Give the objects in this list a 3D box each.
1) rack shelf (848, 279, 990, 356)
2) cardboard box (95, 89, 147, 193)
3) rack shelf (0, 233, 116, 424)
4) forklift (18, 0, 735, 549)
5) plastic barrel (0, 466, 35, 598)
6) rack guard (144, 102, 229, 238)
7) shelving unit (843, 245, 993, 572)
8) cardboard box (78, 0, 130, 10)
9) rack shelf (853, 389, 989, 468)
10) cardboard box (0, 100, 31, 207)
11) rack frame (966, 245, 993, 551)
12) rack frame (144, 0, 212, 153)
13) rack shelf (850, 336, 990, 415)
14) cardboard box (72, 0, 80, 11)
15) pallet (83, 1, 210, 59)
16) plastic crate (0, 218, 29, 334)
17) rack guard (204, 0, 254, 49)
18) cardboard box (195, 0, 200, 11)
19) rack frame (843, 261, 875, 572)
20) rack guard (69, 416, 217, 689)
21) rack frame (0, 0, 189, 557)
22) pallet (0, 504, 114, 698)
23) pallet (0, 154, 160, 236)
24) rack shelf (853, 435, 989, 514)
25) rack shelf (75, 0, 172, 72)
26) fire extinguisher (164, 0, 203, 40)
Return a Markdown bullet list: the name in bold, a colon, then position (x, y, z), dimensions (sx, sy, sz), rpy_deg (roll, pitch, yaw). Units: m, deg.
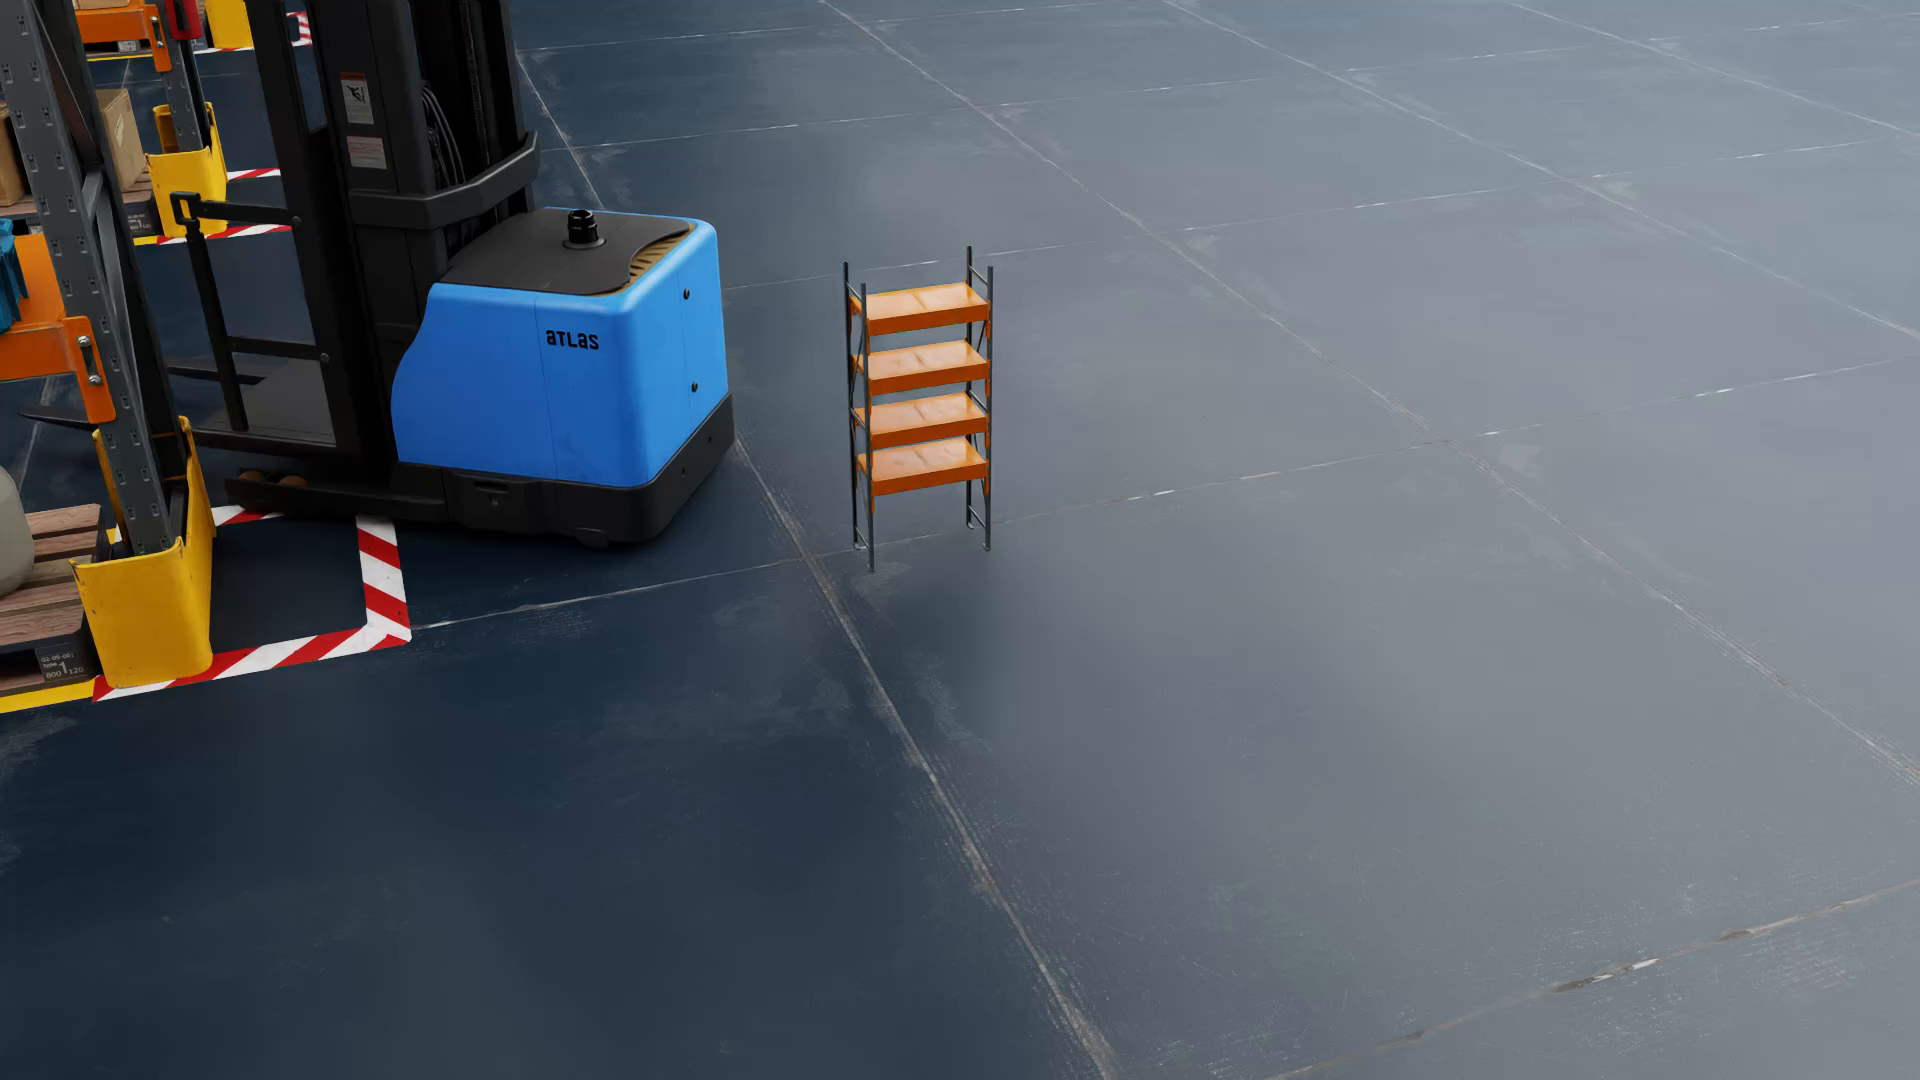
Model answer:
- **rack shelf**: position (-0.155, -0.834, 6.208), dimensions (0.480, 0.148, 0.258), rpy_deg (-10, 31, -18)
- **cardboard box**: position (-5.293, -2.401, 10.035), dimensions (0.500, 0.500, 0.500), rpy_deg (-5, 30, -8)
- **rack shelf**: position (-4.849, -0.449, 5.235), dimensions (4.000, 0.370, 1.077), rpy_deg (-10, 31, -18)
- **forklift**: position (-2.572, -1.617, 6.628), dimensions (3.031, 2.935, 1.130), rpy_deg (7, 30, 12)
- **plastic barrel**: position (-3.565, -0.059, 5.913), dimensions (0.421, 0.512, 0.421), rpy_deg (0, 30, 0)
- **rack guard**: position (-4.773, -2.306, 10.292), dimensions (0.348, 0.500, 1.175), rpy_deg (-10, 31, -18)
- **shelving unit**: position (-0.155, -0.493, 6.403), dimensions (0.503, 1.200, 0.258), rpy_deg (-10, 31, -18)
- **cardboard box**: position (-4.897, -3.151, 9.504), dimensions (0.250, 0.149, 0.380), rpy_deg (-10, 31, -18)
- **rack shelf**: position (-0.155, -0.434, 6.436), dimensions (0.480, 0.148, 0.258), rpy_deg (-10, 31, -18)
- **cardboard box**: position (-5.841, -2.282, 9.826), dimensions (0.500, 0.500, 0.500), rpy_deg (-3, 30, -5)
- **rack frame**: position (0.074, -0.535, 6.477), dimensions (0.015, 1.200, 0.240), rpy_deg (-10, 31, -18)
- **rack frame**: position (-4.702, -3.405, 9.696), dimensions (0.127, 3.000, 1.000), rpy_deg (-10, 31, -18)
- **rack shelf**: position (-0.155, -0.629, 6.325), dimensions (0.480, 0.148, 0.258), rpy_deg (-10, 31, -18)
- **cardboard box**: position (-5.131, -3.108, 9.429), dimensions (0.250, 0.149, 0.380), rpy_deg (-10, 31, -18)
- **pallet**: position (-7.059, -4.337, 14.150), dimensions (1.213, 0.211, 1.003), rpy_deg (-10, 31, -18)
- **plastic crate**: position (-3.339, -0.817, 5.304), dimensions (0.616, 0.251, 0.499), rpy_deg (-10, 31, -18)
- **rack guard**: position (-6.314, -4.641, 14.392), dimensions (0.348, 0.500, 1.175), rpy_deg (-10, 31, -18)
- **cardboard box**: position (-6.949, -4.835, 13.929), dimensions (0.875, 0.875, 0.875), rpy_deg (-10, 31, -17)
- **rack frame**: position (-0.384, -0.451, 6.329), dimensions (0.015, 1.200, 0.240), rpy_deg (-10, 31, -18)
- **rack guard**: position (-3.030, 0.014, 6.220), dimensions (0.348, 0.500, 1.175), rpy_deg (-10, 31, -18)
- **rack frame**: position (-2.975, -1.107, 5.663), dimensions (0.127, 3.000, 1.000), rpy_deg (-10, 31, -18)
- **pallet**: position (-3.793, 0.277, 6.050), dimensions (1.213, 0.211, 1.003), rpy_deg (-10, 31, -18)
- **pallet**: position (-5.547, -2.056, 10.146), dimensions (1.213, 0.211, 1.003), rpy_deg (-10, 31, -18)
- **rack shelf**: position (-0.155, -0.262, 6.534), dimensions (0.480, 0.148, 0.258), rpy_deg (-10, 31, -18)
- **rack shelf**: position (-6.576, -2.747, 9.268), dimensions (4.000, 0.370, 1.077), rpy_deg (-10, 31, -18)
- **fire extinguisher**: position (-4.434, -3.177, 9.375), dimensions (0.183, 0.674, 0.296), rpy_deg (-10, 31, -18)
